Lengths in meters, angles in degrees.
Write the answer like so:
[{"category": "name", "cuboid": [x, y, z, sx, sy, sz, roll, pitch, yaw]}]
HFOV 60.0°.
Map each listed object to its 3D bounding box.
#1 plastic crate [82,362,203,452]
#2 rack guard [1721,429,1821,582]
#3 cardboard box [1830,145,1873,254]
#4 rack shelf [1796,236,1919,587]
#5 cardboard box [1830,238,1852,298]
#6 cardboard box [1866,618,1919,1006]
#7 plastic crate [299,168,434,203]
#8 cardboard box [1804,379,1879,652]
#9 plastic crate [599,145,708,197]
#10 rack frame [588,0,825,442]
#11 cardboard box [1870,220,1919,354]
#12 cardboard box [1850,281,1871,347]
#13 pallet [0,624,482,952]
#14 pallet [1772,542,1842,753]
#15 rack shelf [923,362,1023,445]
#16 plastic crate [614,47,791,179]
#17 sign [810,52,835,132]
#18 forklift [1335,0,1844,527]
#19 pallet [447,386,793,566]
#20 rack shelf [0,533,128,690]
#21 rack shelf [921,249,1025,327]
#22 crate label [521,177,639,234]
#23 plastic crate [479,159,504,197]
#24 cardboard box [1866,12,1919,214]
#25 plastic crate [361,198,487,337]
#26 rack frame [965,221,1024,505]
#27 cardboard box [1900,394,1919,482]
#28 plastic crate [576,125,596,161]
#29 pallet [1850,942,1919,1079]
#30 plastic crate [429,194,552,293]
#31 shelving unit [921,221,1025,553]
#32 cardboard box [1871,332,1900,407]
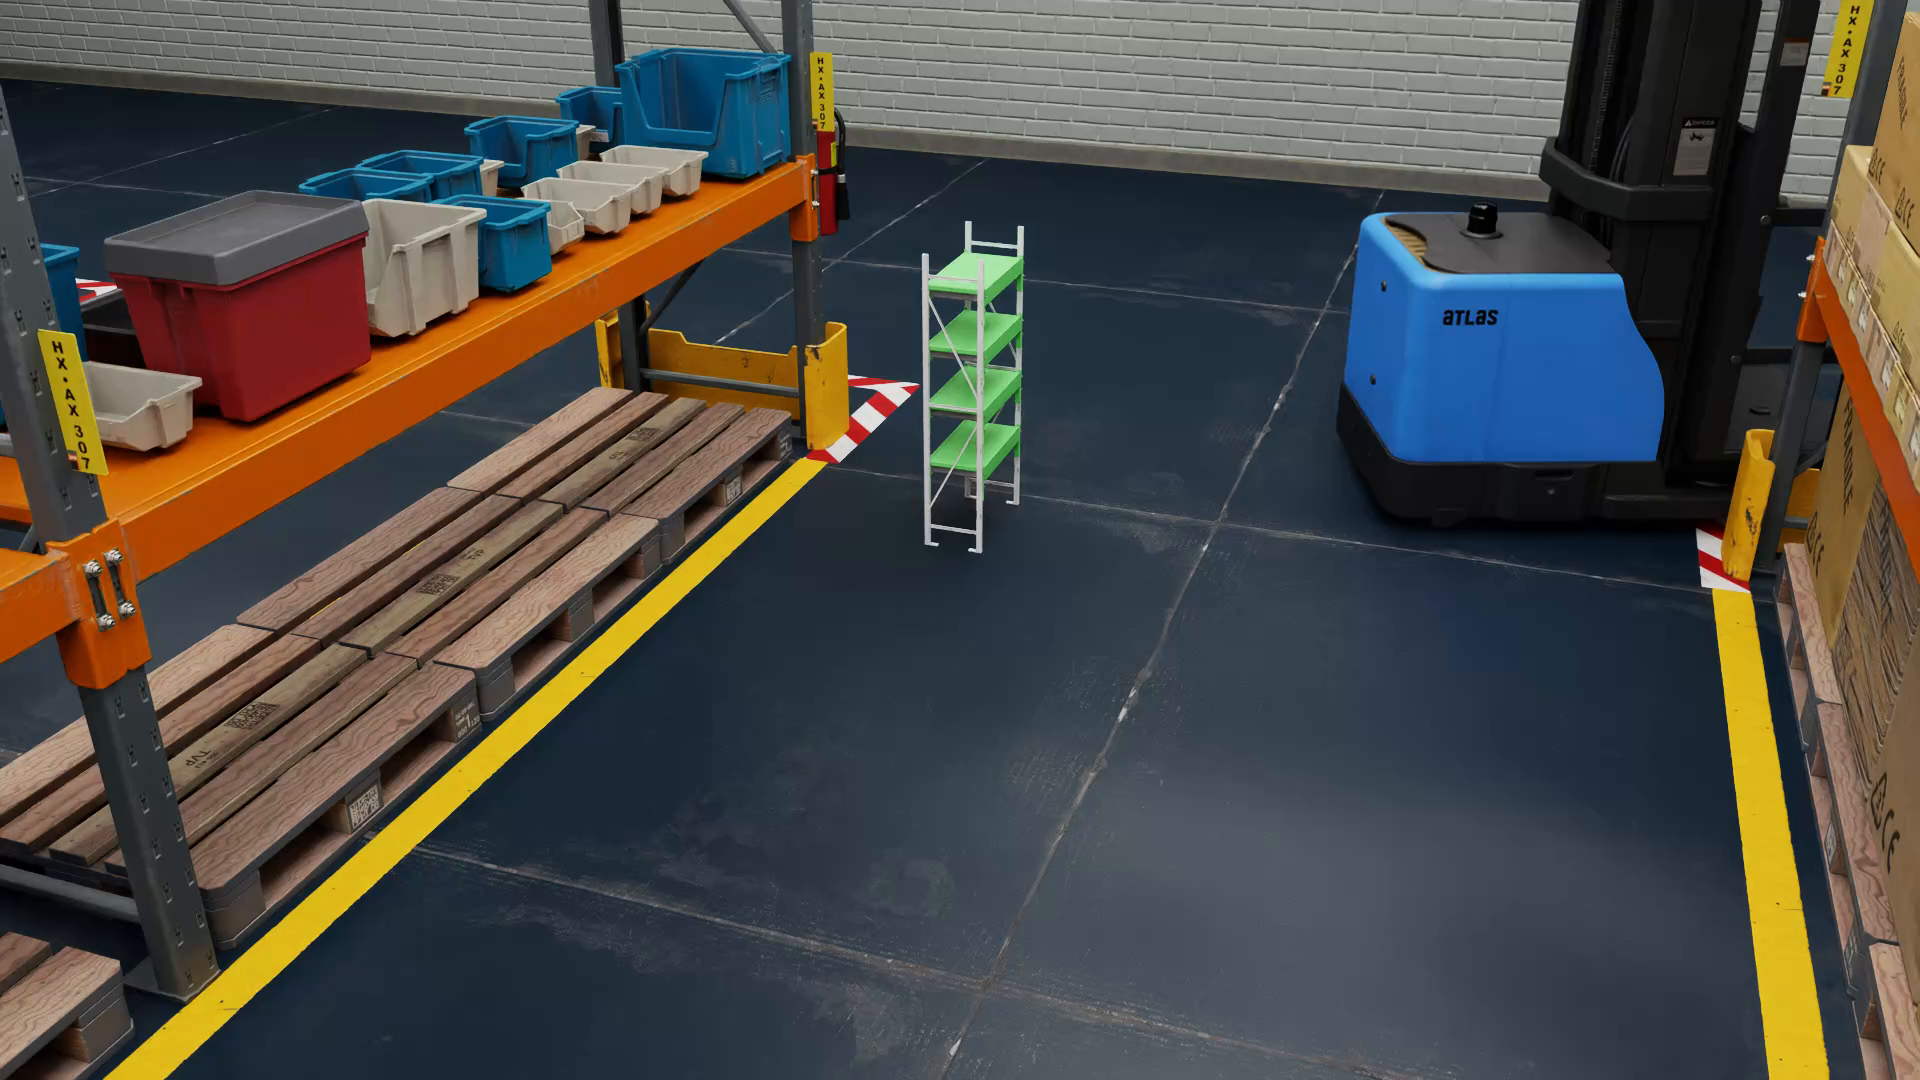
[{"category": "plastic crate", "cuboid": [-2.148, -0.330, 4.223, 0.396, 0.136, 0.243, 9, 27, 17]}, {"category": "rack guard", "cuboid": [3.572, -0.062, 6.303, 1.175, 0.500, 0.348, 9, 27, 17]}, {"category": "cardboard box", "cuboid": [3.150, -1.085, 5.380, 0.500, 0.250, 0.500, 8, 27, 16]}, {"category": "rack shelf", "cuboid": [2.898, -0.031, 4.197, 1.077, 0.370, 4.000, 9, 27, 17]}, {"category": "cardboard box", "cuboid": [3.051, -0.860, 5.372, 0.380, 0.149, 0.250, 8, 27, 17]}, {"category": "cardboard box", "cuboid": [2.827, 0.605, 4.015, 0.875, 0.875, 0.875, 9, 27, 17]}, {"category": "plastic crate", "cuboid": [-2.037, -1.128, 5.762, 0.416, 0.233, 0.300, 9, 27, 17]}, {"category": "cardboard box", "cuboid": [3.426, -0.135, 5.543, 0.875, 0.875, 0.875, 9, 27, 17]}, {"category": "plastic crate", "cuboid": [-1.207, -1.442, 6.520, 0.396, 0.136, 0.243, 9, 27, 17]}, {"category": "rack frame", "cuboid": [-1.107, -1.895, 7.222, 1.000, 3.000, 0.127, 9, 27, 17]}, {"category": "cardboard box", "cuboid": [2.812, -0.664, 4.511, 0.500, 0.250, 0.500, 8, 27, 16]}, {"category": "cardboard box", "cuboid": [2.880, -0.647, 4.933, 0.380, 0.149, 0.250, 8, 27, 17]}, {"category": "pallet", "cuboid": [-2.230, 0.696, 5.070, 1.003, 0.211, 1.213, 9, 27, 17]}, {"category": "pallet", "cuboid": [3.372, 0.418, 5.644, 1.003, 0.211, 1.213, 9, 27, 17]}, {"category": "rack shelf", "cuboid": [0.055, -0.551, 6.657, 0.258, 0.148, 0.480, 9, 27, 17]}, {"category": "plastic crate", "cuboid": [-1.042, -1.773, 6.861, 0.616, 0.435, 0.499, 9, 27, 17]}, {"category": "sign", "cuboid": [-0.583, -1.895, 7.035, 0.100, 0.325, 0.005, 9, 27, 17]}, {"category": "forklift", "cuboid": [3.244, -1.584, 6.657, 3.031, 2.935, 1.130, 0, 26, -1]}, {"category": "pallet", "cuboid": [-1.418, -0.307, 7.141, 1.003, 0.211, 1.213, 9, 27, 17]}, {"category": "rack shelf", "cuboid": [-3.103, 0.895, 2.286, 1.077, 0.370, 4.000, 9, 27, 17]}, {"category": "rack shelf", "cuboid": [0.055, -0.983, 6.448, 0.258, 0.148, 0.480, 9, 27, 17]}, {"category": "crate label", "cuboid": [-1.387, -1.207, 6.034, 0.396, 0.136, 0.243, 9, 27, 17]}, {"category": "plastic crate", "cuboid": [-1.910, -1.351, 6.332, 0.250, 0.136, 0.298, 9, 27, 17]}, {"category": "cardboard box", "cuboid": [2.983, -1.217, 4.792, 0.500, 0.500, 0.500, 8, 27, 16]}, {"category": "plastic crate", "cuboid": [-1.756, -0.826, 5.080, 0.437, 0.282, 0.530, 9, 27, 17]}, {"category": "rack frame", "cuboid": [0.136, -0.708, 6.836, 0.240, 1.200, 0.015, 9, 27, 17]}, {"category": "cardboard box", "cuboid": [2.538, -0.225, 4.061, 0.380, 0.149, 0.250, 9, 27, 18]}, {"category": "plastic crate", "cuboid": [-1.684, -1.630, 6.908, 0.250, 0.136, 0.298, 9, 27, 17]}, {"category": "pallet", "cuboid": [2.560, 1.421, 3.573, 1.003, 0.211, 1.213, 9, 27, 17]}, {"category": "plastic crate", "cuboid": [-1.548, -0.965, 5.425, 0.416, 0.233, 0.300, 9, 27, 17]}, {"category": "shelving unit", "cuboid": [0.055, -0.608, 6.629, 0.258, 1.200, 0.503, 9, 27, 17]}, {"category": "cardboard box", "cuboid": [2.709, -0.437, 4.498, 0.380, 0.149, 0.250, 8, 27, 17]}]
